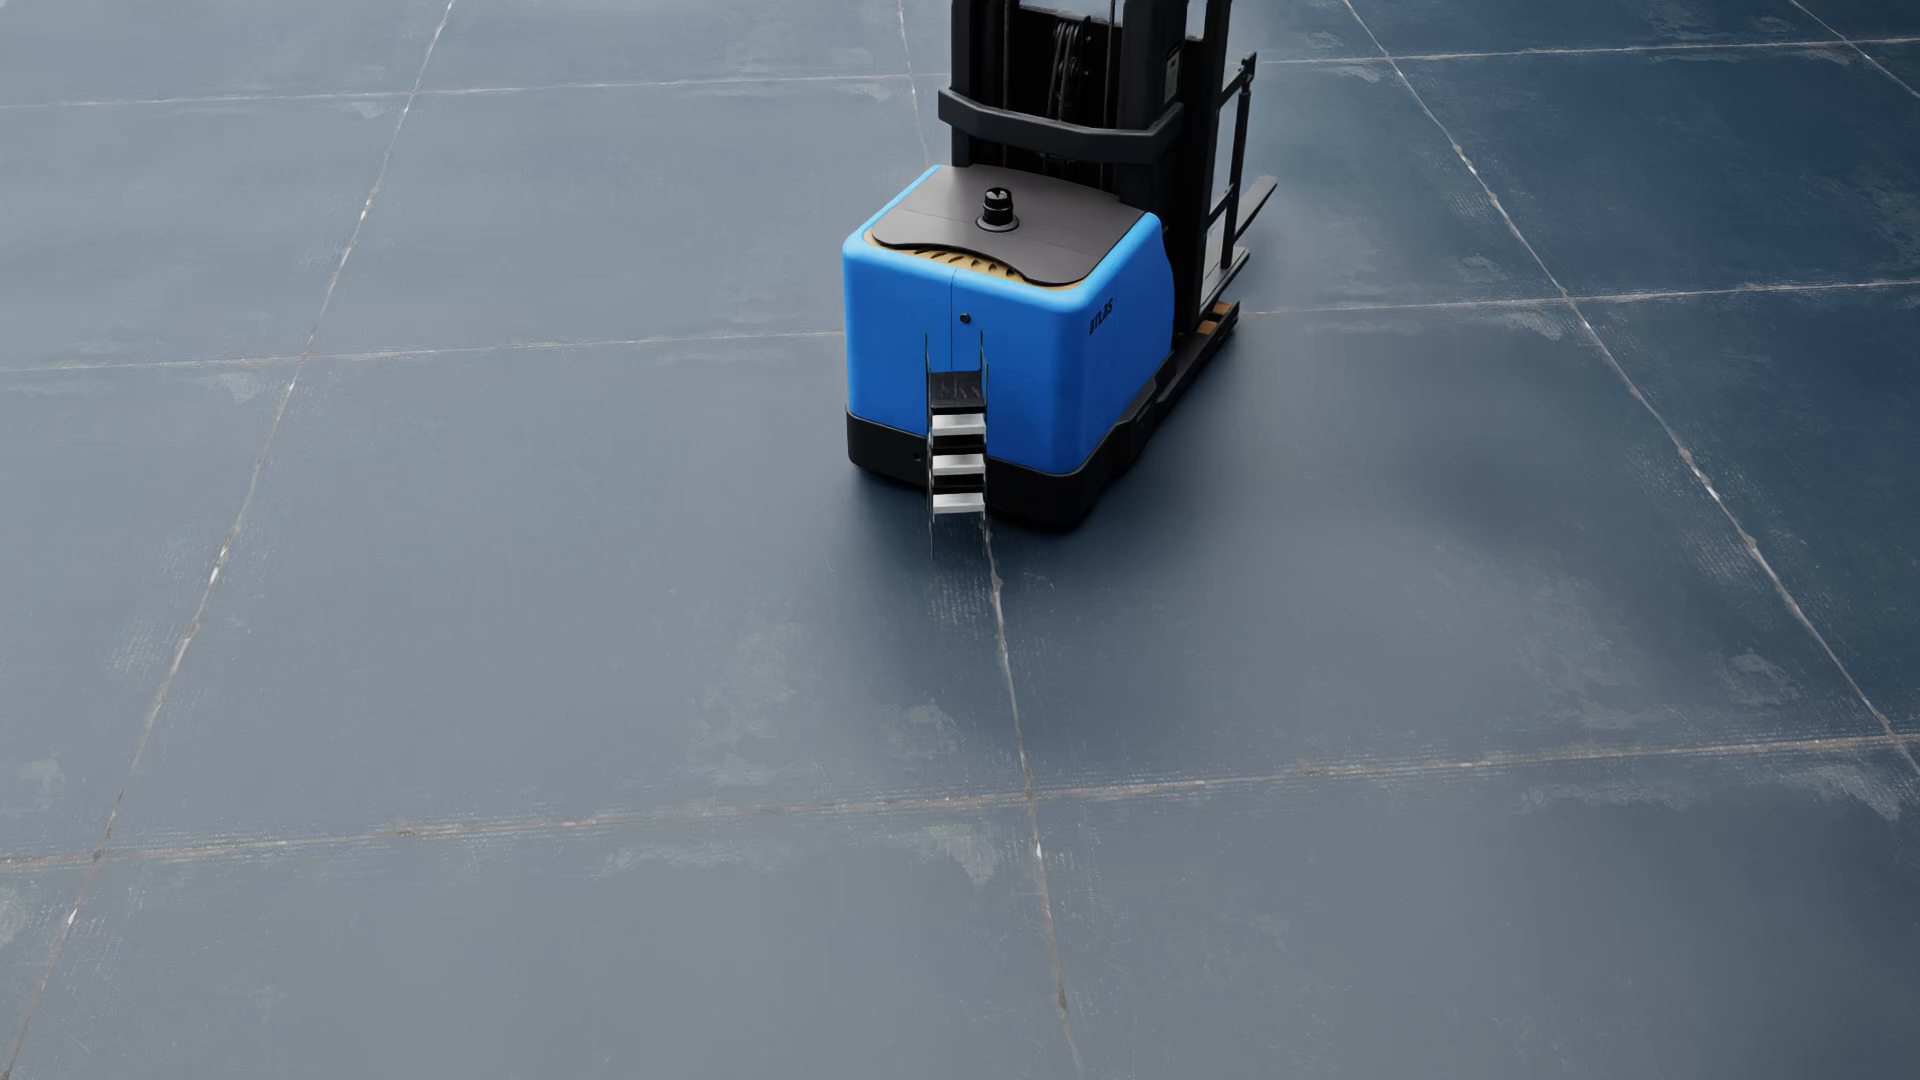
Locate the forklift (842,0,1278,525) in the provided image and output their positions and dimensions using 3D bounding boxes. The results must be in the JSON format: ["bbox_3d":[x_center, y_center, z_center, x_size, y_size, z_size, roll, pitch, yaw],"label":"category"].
[{"bbox_3d":[0.654,-2.111,6.904,1.130,2.935,3.031,18,42,21],"label":"forklift"}]

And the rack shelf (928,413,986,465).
[{"bbox_3d":[-0.014,-0.390,6.271,0.200,0.077,0.258,-3,38,-4],"label":"rack shelf"}]

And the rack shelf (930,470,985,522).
[{"bbox_3d":[-0.014,-0.178,6.439,0.200,0.077,0.258,-3,38,-4],"label":"rack shelf"}]

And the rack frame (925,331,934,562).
[{"bbox_3d":[-0.115,-0.341,6.300,0.006,0.900,0.240,-3,38,-4],"label":"rack frame"}]

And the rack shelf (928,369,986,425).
[{"bbox_3d":[-0.014,-0.532,6.160,0.200,0.077,0.258,-3,38,-4],"label":"rack shelf"}]

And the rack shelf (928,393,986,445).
[{"bbox_3d":[-0.014,-0.461,6.216,0.200,0.077,0.258,-3,38,-4],"label":"rack shelf"}]

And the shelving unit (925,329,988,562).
[{"bbox_3d":[-0.014,-0.346,6.306,0.210,0.900,0.258,-3,38,-4],"label":"shelving unit"}]

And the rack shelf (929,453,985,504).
[{"bbox_3d":[-0.014,-0.249,6.383,0.200,0.077,0.258,-3,38,-4],"label":"rack shelf"}]

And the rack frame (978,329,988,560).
[{"bbox_3d":[0.087,-0.351,6.313,0.006,0.900,0.240,-3,38,-4],"label":"rack frame"}]

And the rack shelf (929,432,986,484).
[{"bbox_3d":[-0.014,-0.320,6.327,0.200,0.077,0.258,-3,38,-4],"label":"rack shelf"}]
